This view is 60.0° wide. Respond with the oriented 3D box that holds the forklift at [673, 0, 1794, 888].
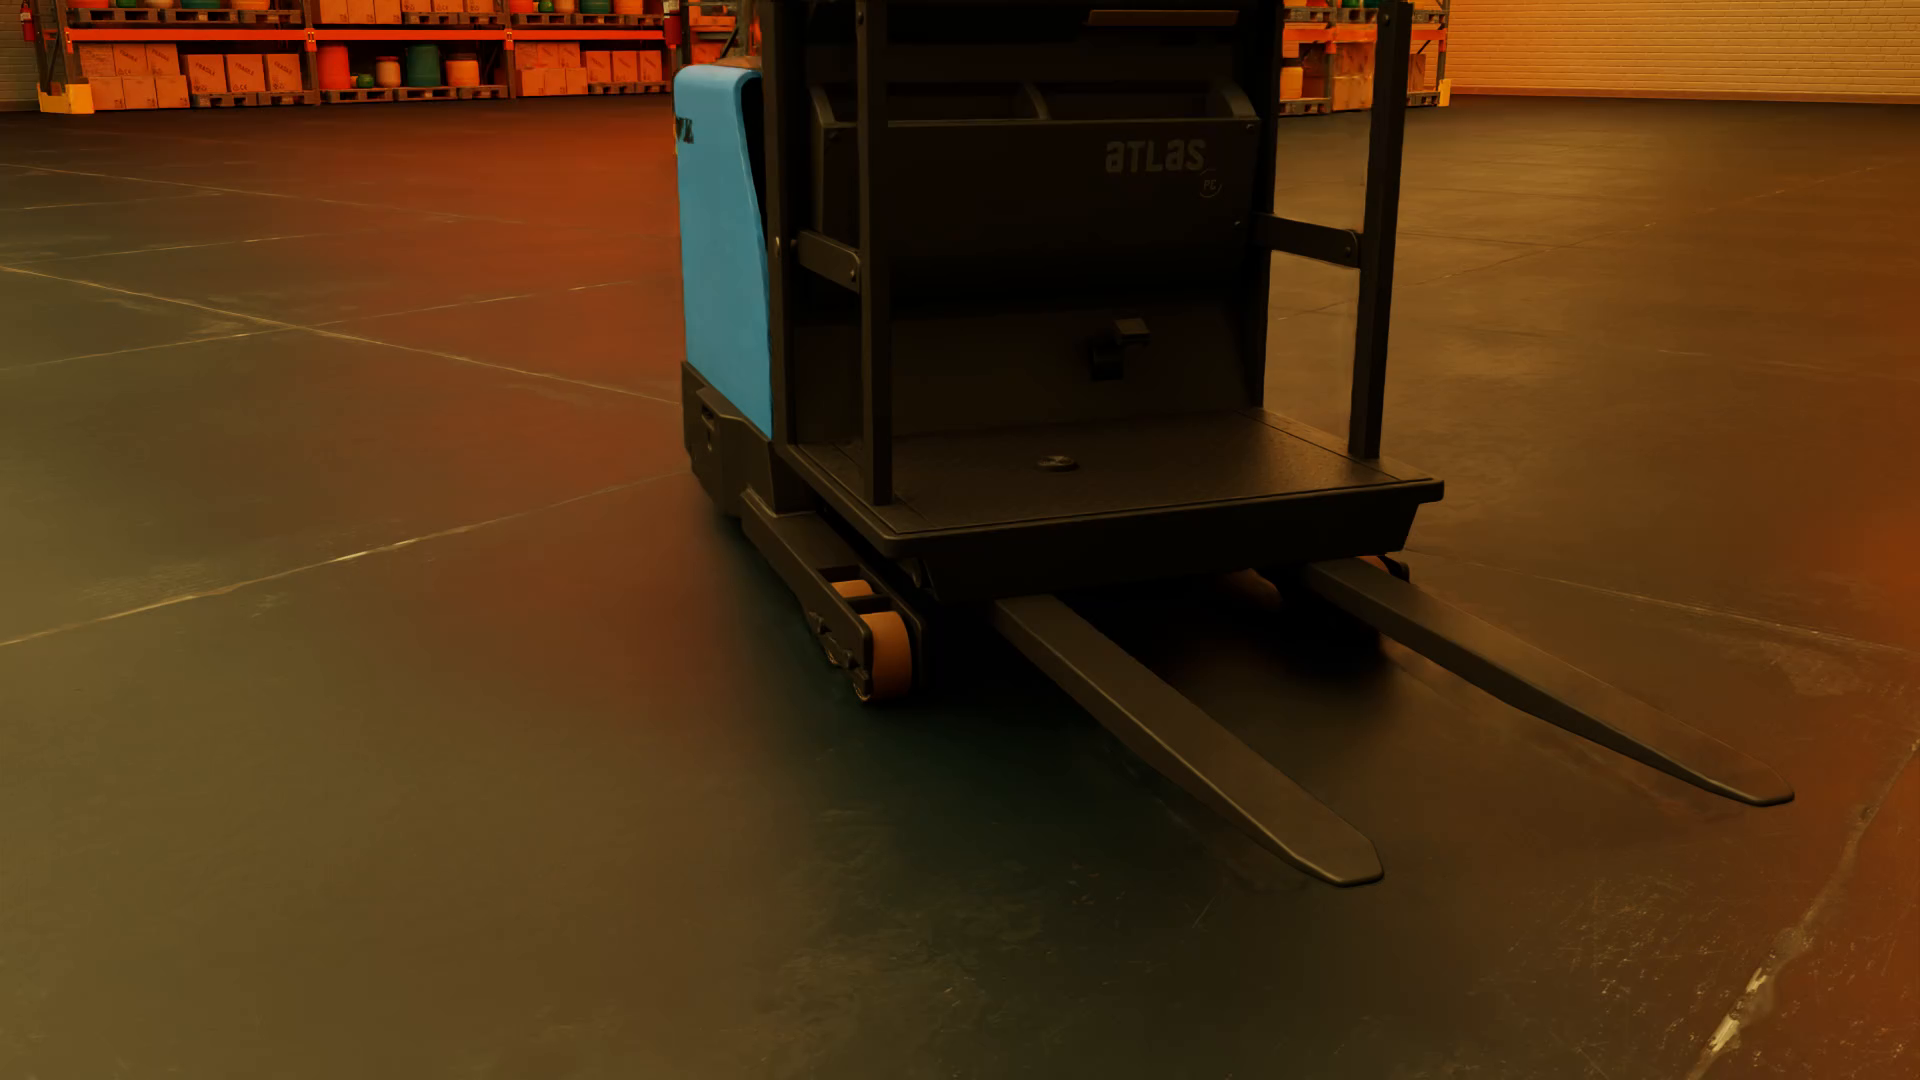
[{"bbox_3d":[0.230,-1.245,2.997,1.130,2.935,3.031,-6,18,-19],"label":"forklift"}]
